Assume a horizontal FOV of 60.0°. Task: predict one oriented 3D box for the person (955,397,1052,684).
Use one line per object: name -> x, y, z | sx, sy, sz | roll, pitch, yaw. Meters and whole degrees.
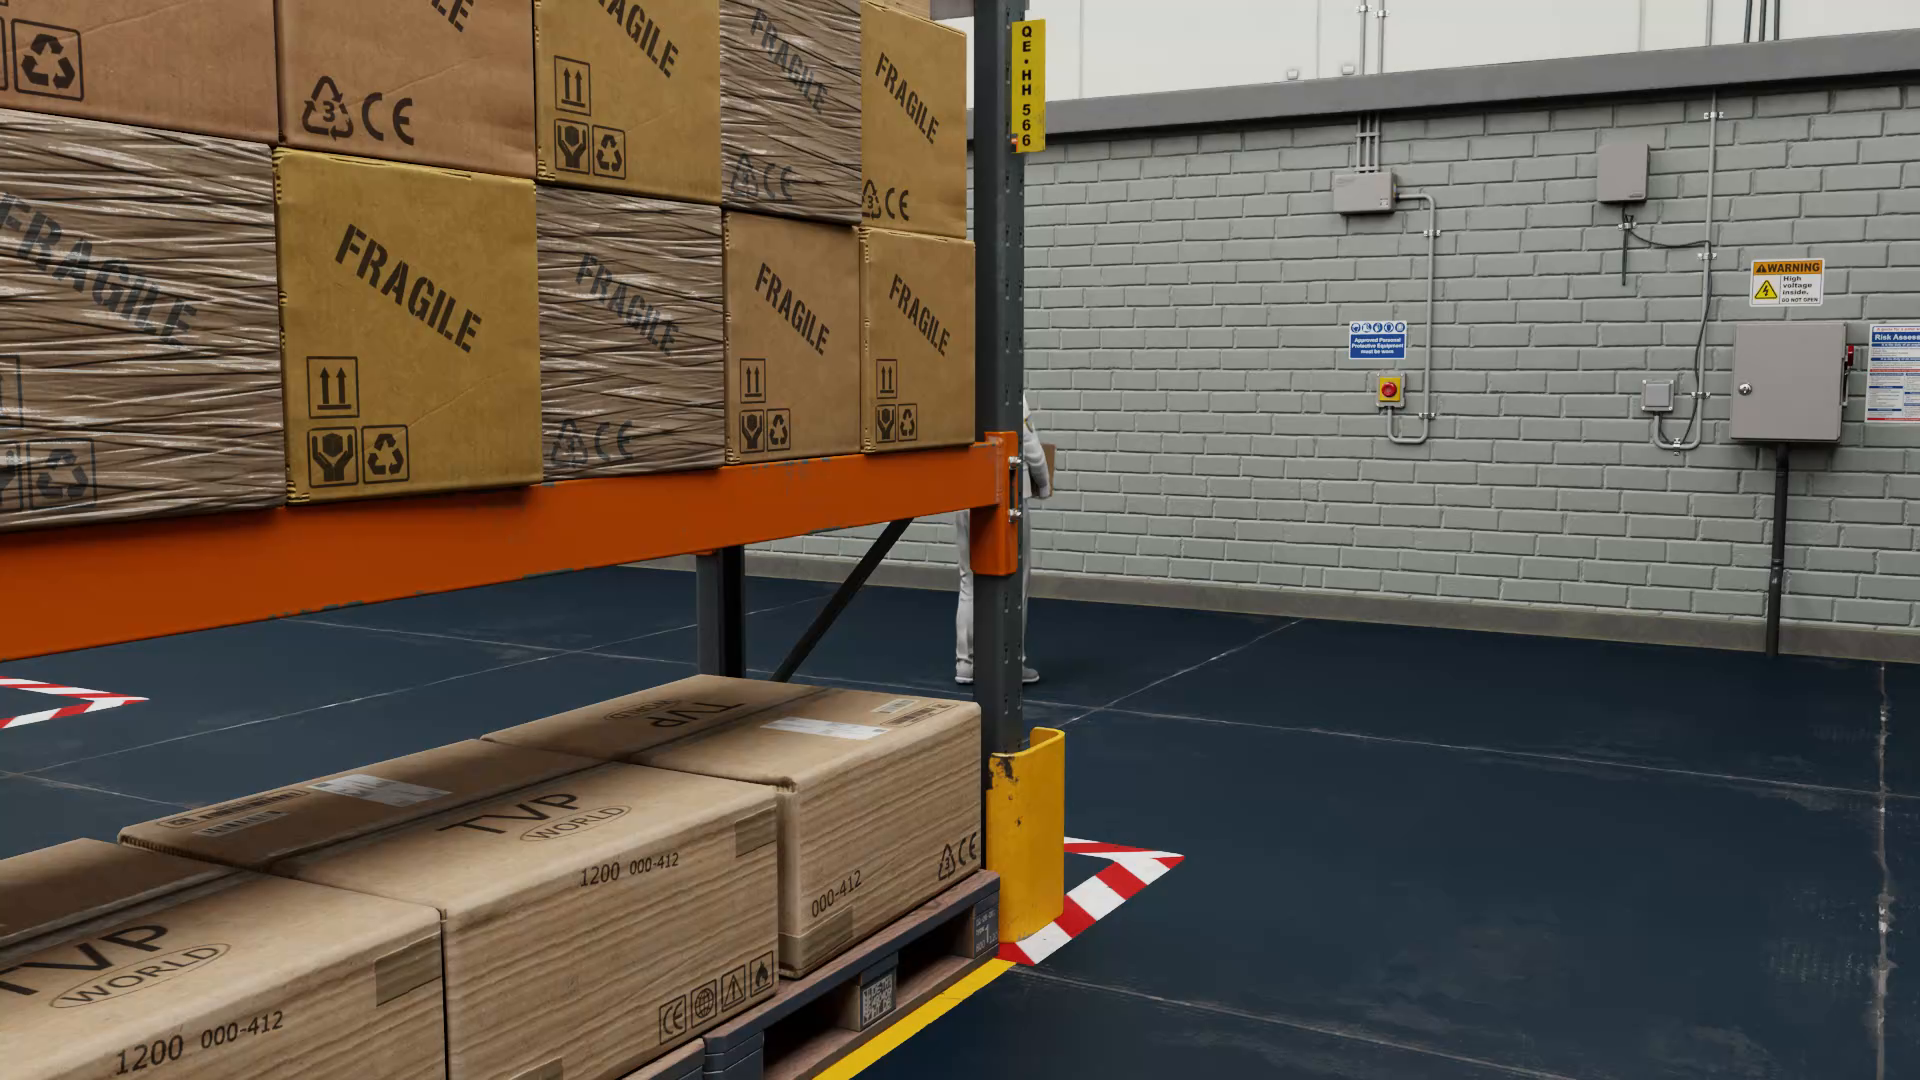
person -> 0.188, -0.163, 7.809 | 0.460, 1.689, 0.540 | 3, 7, 29
